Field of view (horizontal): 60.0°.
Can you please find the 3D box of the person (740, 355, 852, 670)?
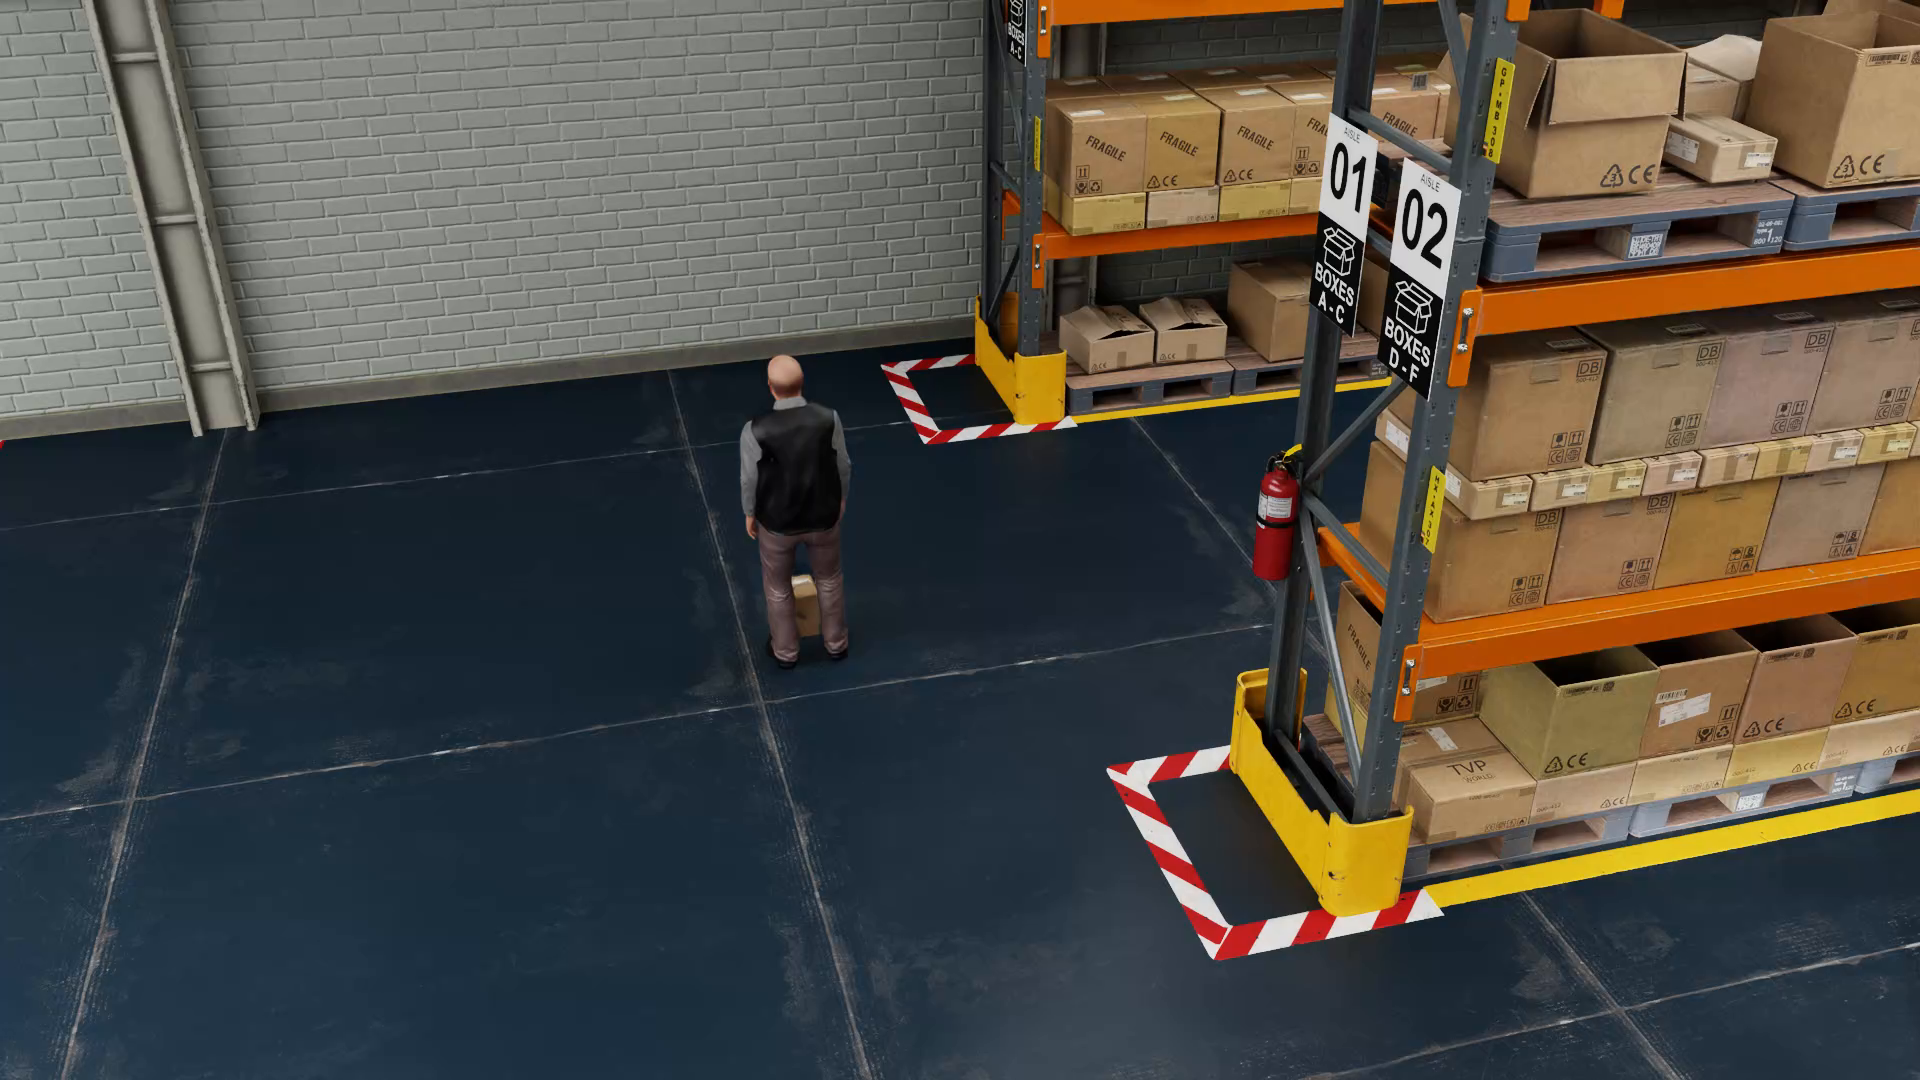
[{"bbox_3d":[-0.825,-0.116,8.464,0.569,1.722,0.420,-9,31,-15],"label":"person"}]
